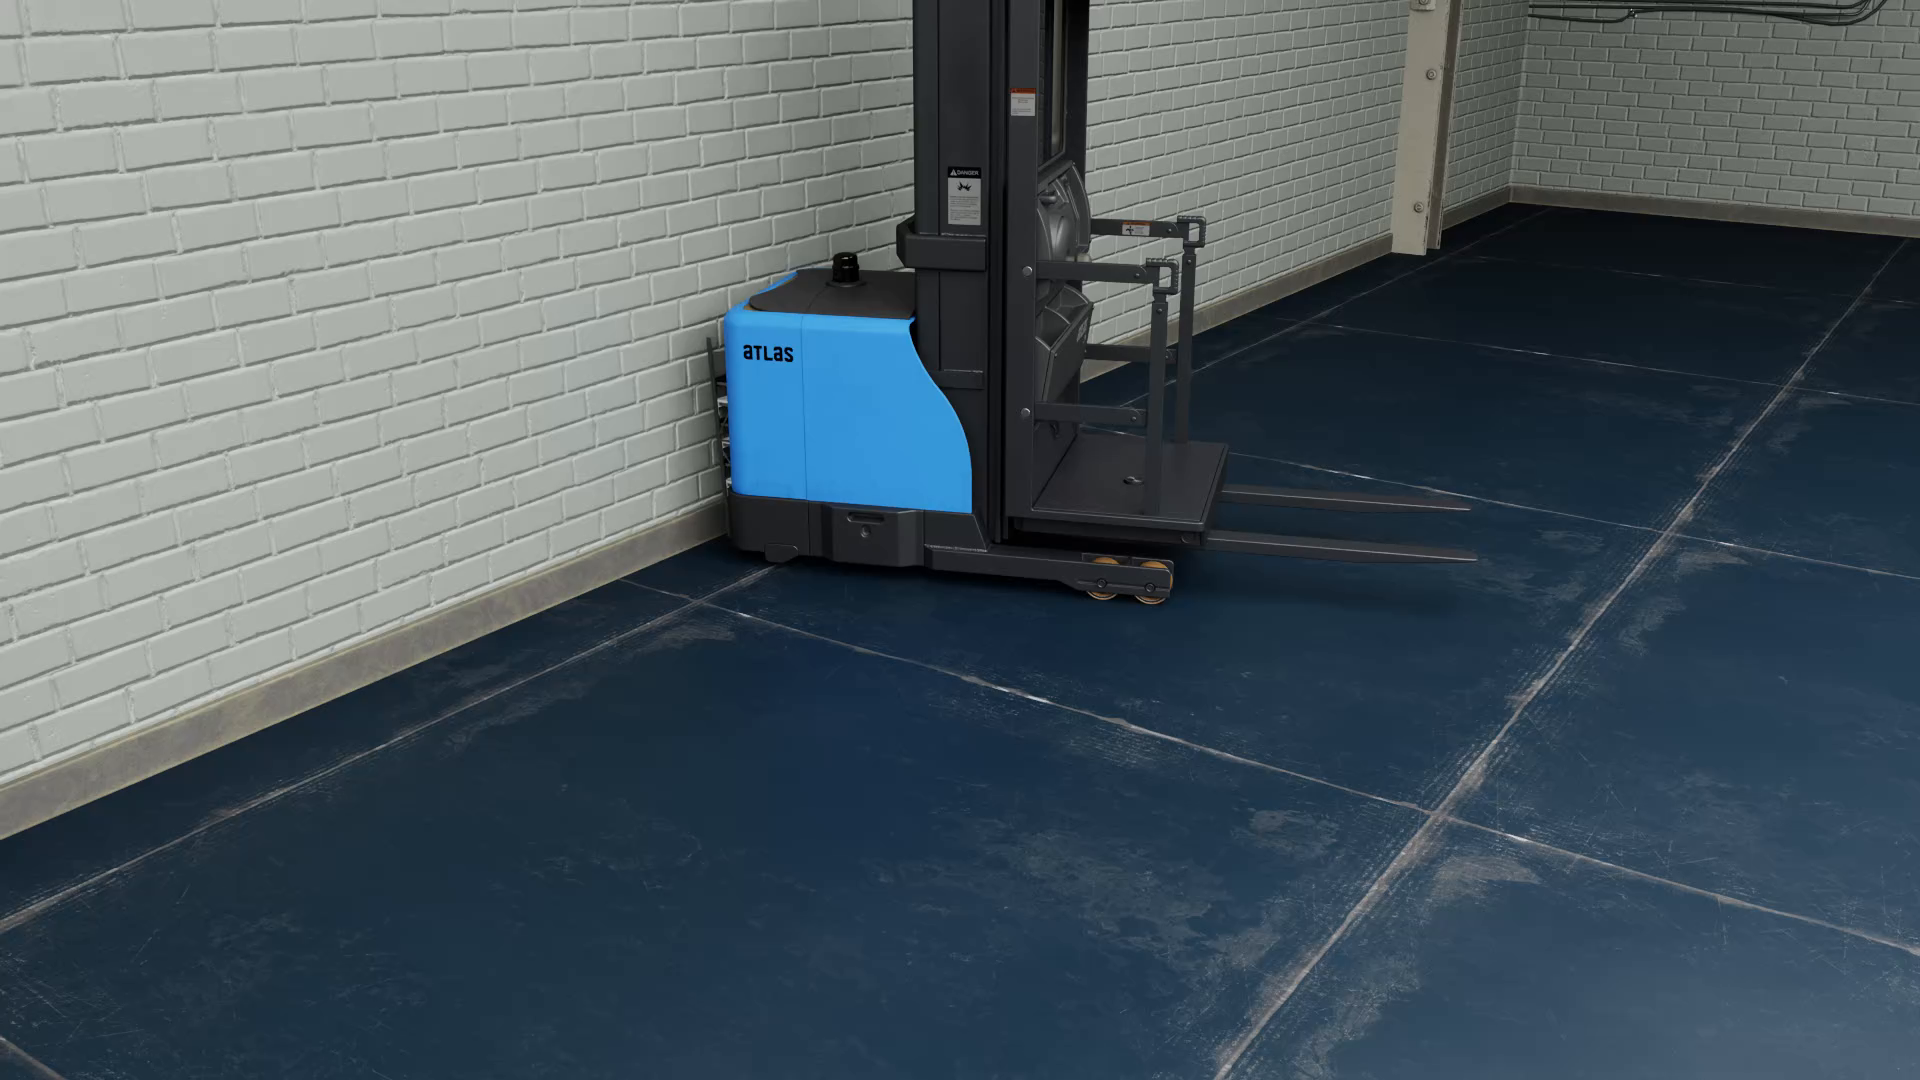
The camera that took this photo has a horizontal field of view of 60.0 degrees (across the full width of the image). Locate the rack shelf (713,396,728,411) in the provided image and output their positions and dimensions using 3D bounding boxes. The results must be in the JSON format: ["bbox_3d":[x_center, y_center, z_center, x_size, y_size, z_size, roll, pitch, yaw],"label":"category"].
[{"bbox_3d":[-0.896,-0.581,7.131,0.258,0.077,0.200,10,22,35],"label":"rack shelf"}]

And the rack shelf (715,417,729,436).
[{"bbox_3d":[-0.891,-0.495,7.158,0.258,0.077,0.200,10,22,35],"label":"rack shelf"}]

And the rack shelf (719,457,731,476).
[{"bbox_3d":[-0.881,-0.325,7.214,0.258,0.077,0.200,10,22,35],"label":"rack shelf"}]

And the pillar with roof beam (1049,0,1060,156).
[{"bbox_3d":[3.941,-4.060,5.269,9.100,9.000,0.400,13,24,32],"label":"pillar with roof beam"}]

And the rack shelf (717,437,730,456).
[{"bbox_3d":[-0.886,-0.410,7.186,0.258,0.077,0.200,10,22,35],"label":"rack shelf"}]

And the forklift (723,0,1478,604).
[{"bbox_3d":[0.606,-1.324,6.618,3.031,2.935,1.130,5,21,13],"label":"forklift"}]

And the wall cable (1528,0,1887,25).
[{"bbox_3d":[6.503,-5.752,14.319,3.097,2.526,0.112,13,24,32],"label":"wall cable"}]

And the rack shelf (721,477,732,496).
[{"bbox_3d":[-0.875,-0.239,7.242,0.258,0.077,0.200,10,22,35],"label":"rack shelf"}]

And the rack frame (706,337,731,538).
[{"bbox_3d":[-0.948,-0.413,7.099,0.240,0.900,0.006,10,22,35],"label":"rack frame"}]

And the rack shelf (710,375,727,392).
[{"bbox_3d":[-0.901,-0.666,7.103,0.258,0.077,0.200,10,22,35],"label":"rack shelf"}]

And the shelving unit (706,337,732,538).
[{"bbox_3d":[-0.888,-0.442,7.176,0.258,0.900,0.210,10,22,35],"label":"shelving unit"}]

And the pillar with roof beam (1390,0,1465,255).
[{"bbox_3d":[7.314,-5.781,9.923,9.100,9.000,0.400,13,24,32],"label":"pillar with roof beam"}]
